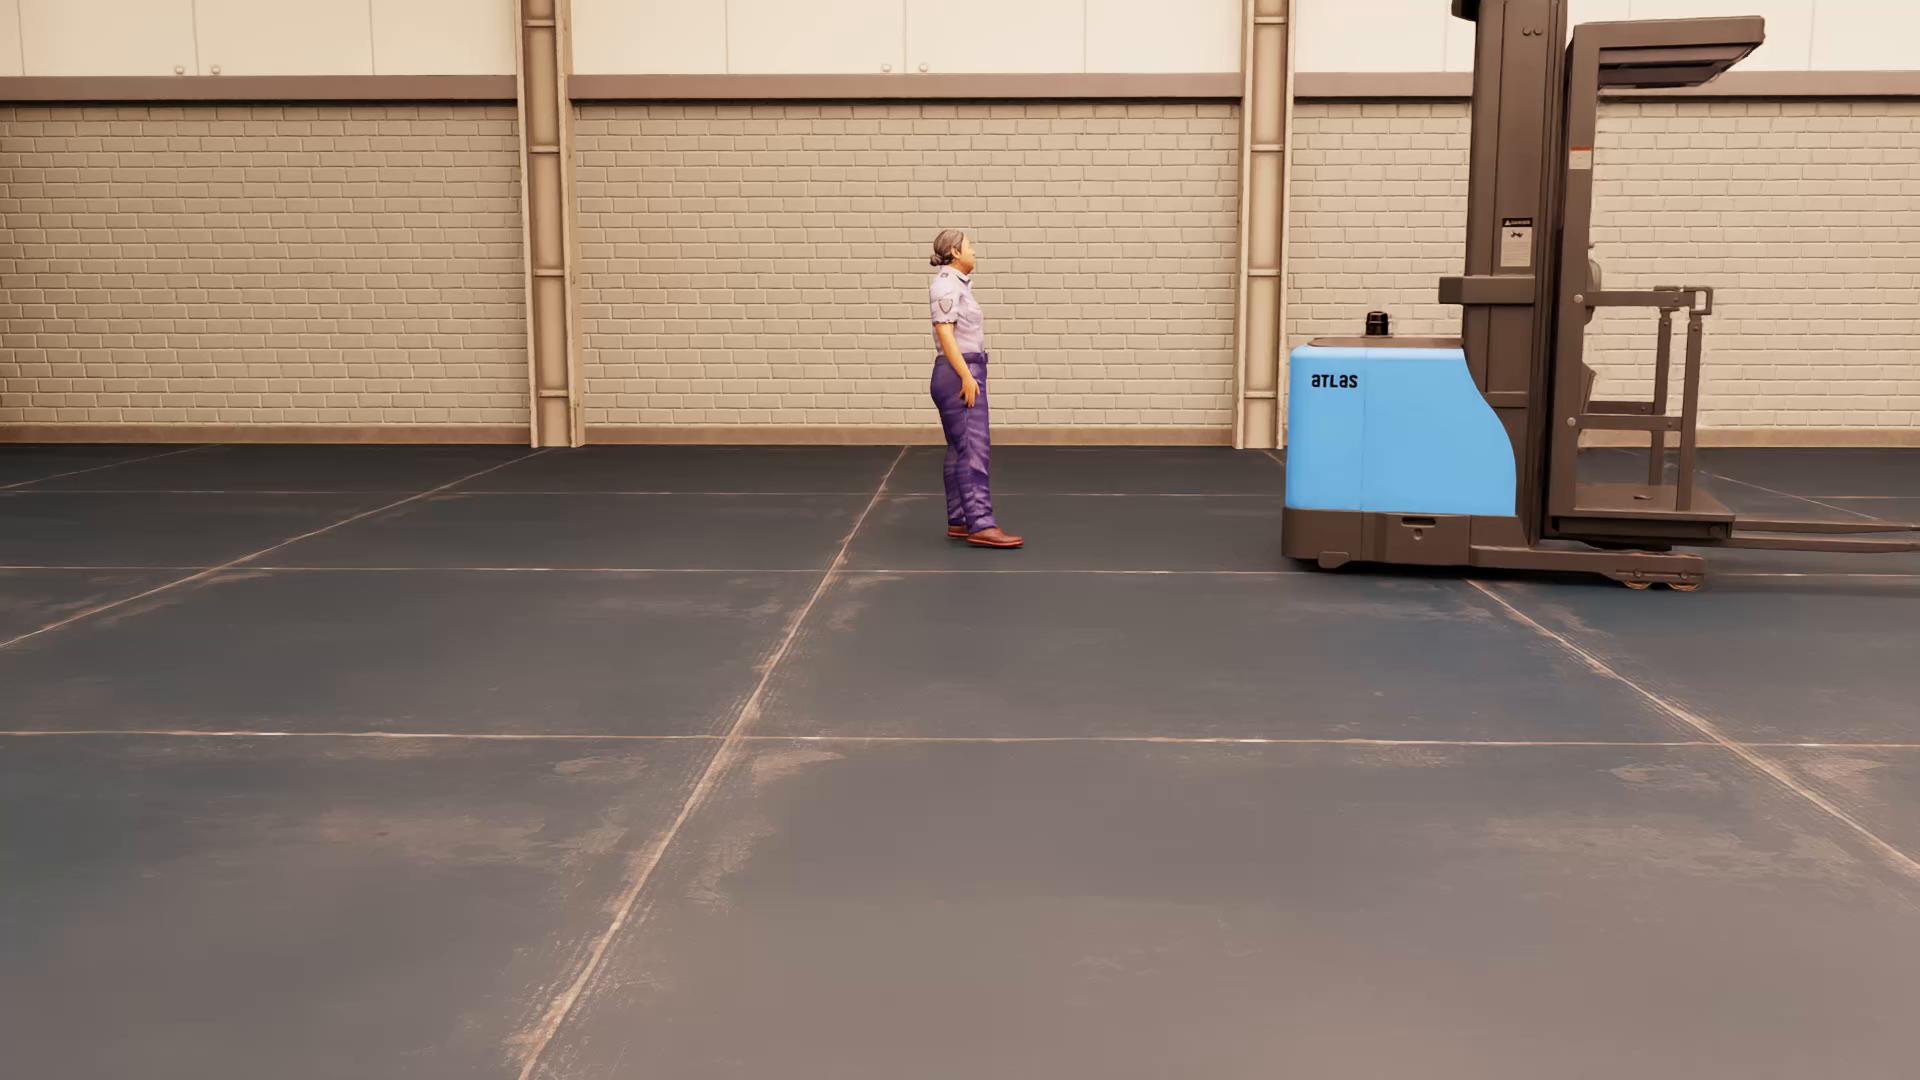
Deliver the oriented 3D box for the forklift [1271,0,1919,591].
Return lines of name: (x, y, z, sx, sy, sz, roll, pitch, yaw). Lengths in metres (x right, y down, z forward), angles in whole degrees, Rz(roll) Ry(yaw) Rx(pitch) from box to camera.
forklift: (3.082, -1.309, 7.866, 3.031, 2.935, 1.130, 2, 9, 15)

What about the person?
person: (0.089, -0.819, 8.852, 0.503, 1.651, 0.598, 0, 9, 1)
